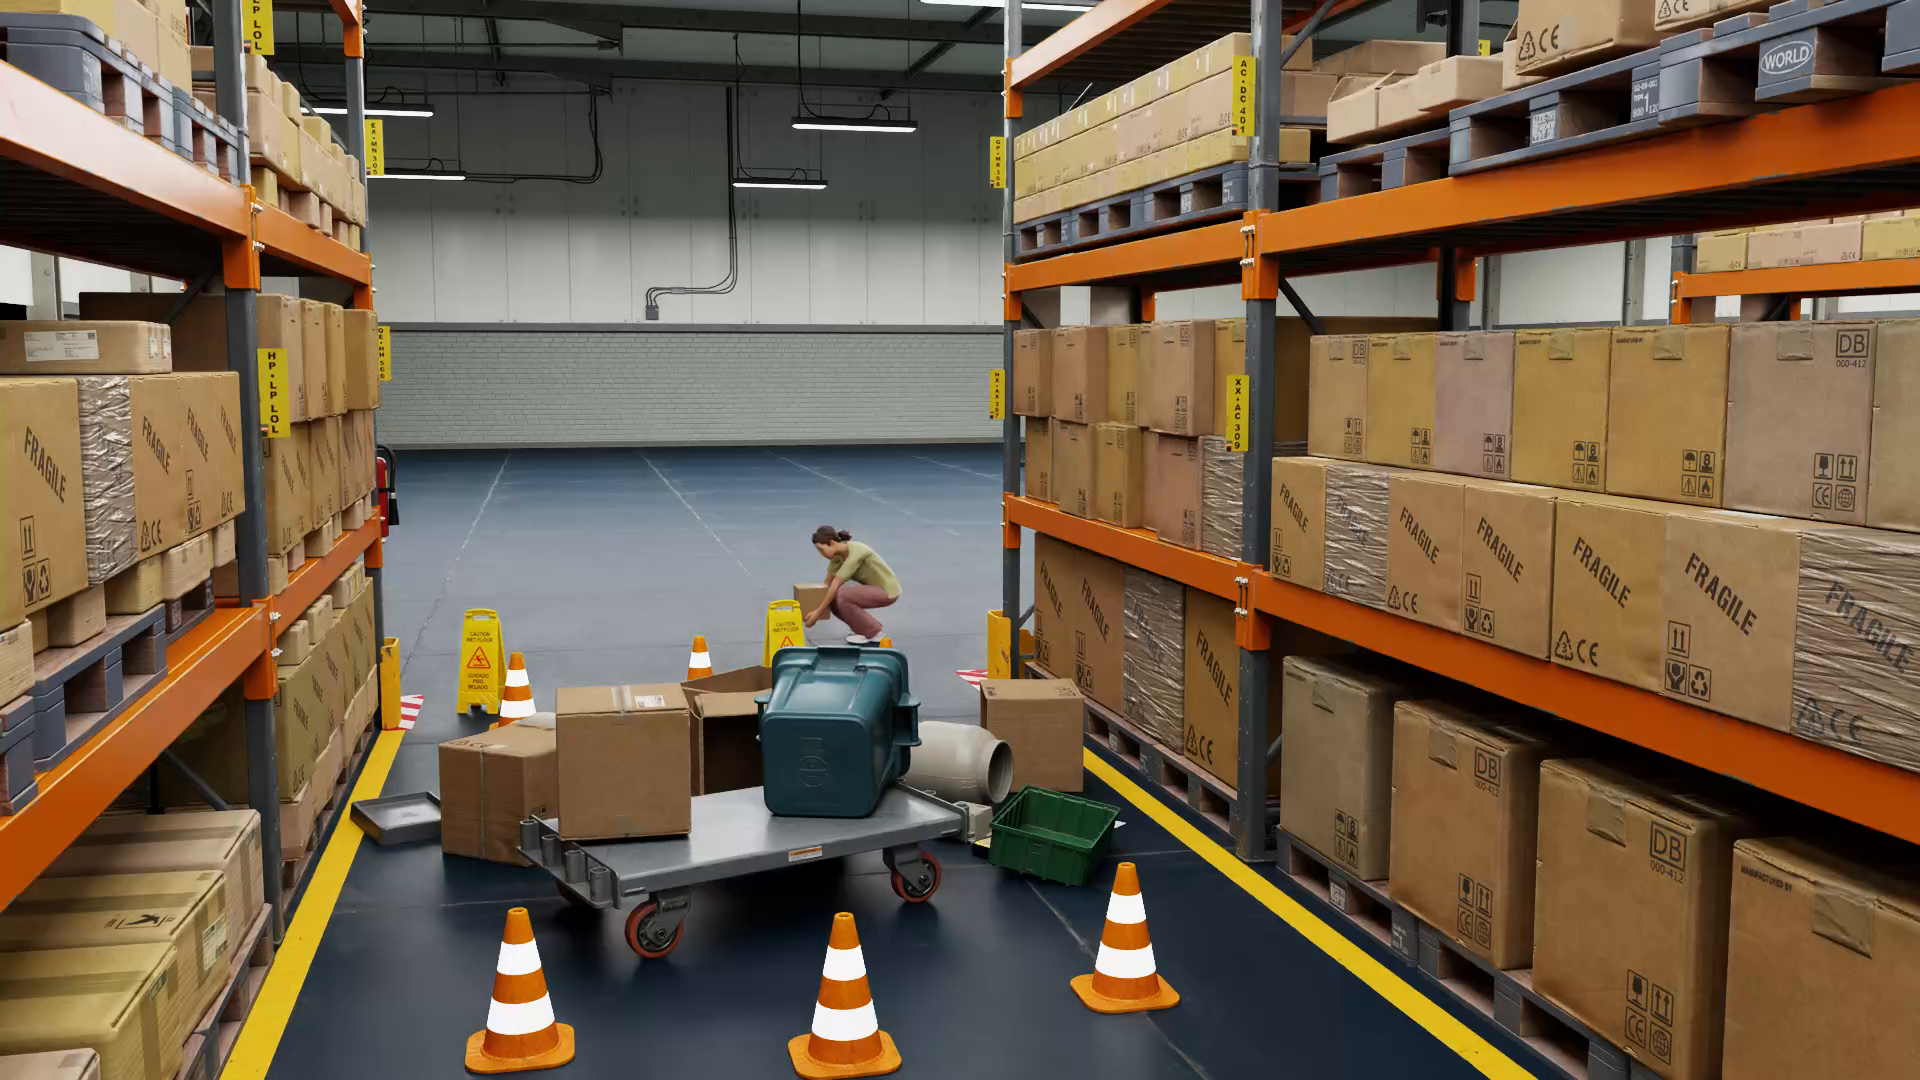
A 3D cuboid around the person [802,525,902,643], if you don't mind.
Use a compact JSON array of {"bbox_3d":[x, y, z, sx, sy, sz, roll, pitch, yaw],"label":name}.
[{"bbox_3d":[-0.848,0.337,13.014,0.788,0.935,0.473,-2,6,-14],"label":"person"}]
